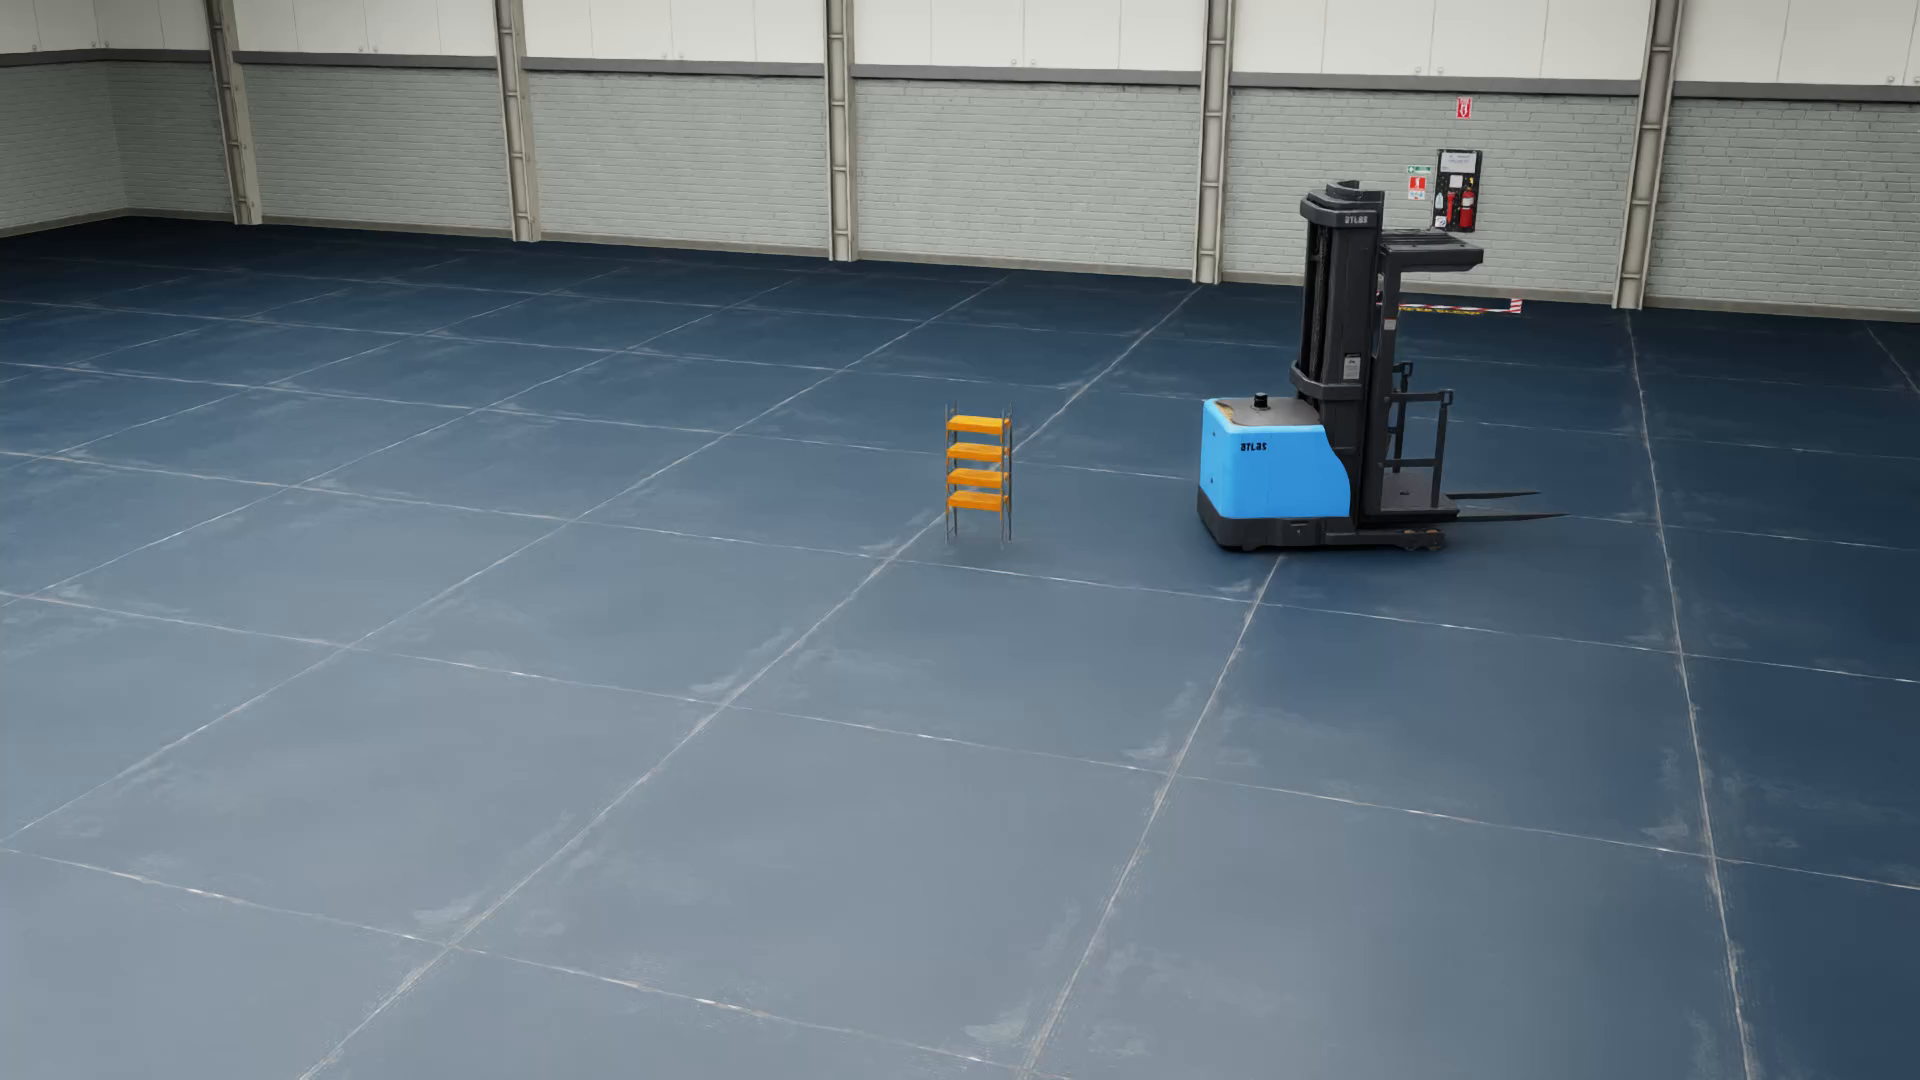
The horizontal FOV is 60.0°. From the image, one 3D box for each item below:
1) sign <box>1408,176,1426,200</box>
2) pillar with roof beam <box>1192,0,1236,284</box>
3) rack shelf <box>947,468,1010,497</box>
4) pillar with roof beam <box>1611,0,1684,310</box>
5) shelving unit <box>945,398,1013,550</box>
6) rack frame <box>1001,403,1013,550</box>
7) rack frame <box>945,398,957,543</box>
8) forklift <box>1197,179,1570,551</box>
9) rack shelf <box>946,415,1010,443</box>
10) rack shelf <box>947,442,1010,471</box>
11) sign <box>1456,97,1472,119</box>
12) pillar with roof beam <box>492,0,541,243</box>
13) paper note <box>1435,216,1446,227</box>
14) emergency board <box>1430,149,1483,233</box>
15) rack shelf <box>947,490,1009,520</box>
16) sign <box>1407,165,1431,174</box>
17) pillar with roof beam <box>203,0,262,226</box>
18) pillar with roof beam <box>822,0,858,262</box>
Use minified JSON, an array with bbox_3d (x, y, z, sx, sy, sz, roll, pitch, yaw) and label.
[{"bbox_3d":[6.624,-5.100,24.095,0.234,0.329,0.001,7,20,18],"label":"sign"},{"bbox_3d":[2.353,-6.855,20.069,0.400,9.000,9.100,7,20,18],"label":"pillar with roof beam"},{"bbox_3d":[0.156,-0.485,13.850,0.480,0.148,0.258,7,20,18],"label":"rack shelf"},{"bbox_3d":[8.021,-6.206,18.210,0.400,9.000,9.100,7,20,18],"label":"pillar with roof beam"},{"bbox_3d":[0.156,-0.549,13.827,0.503,1.200,0.258,7,20,18],"label":"shelving unit"},{"bbox_3d":[0.387,-0.522,13.752,0.015,1.200,0.240,7,20,18],"label":"rack frame"},{"bbox_3d":[-0.074,-0.575,13.903,0.015,1.200,0.240,7,20,18],"label":"rack frame"},{"bbox_3d":[3.621,-1.469,13.837,3.031,2.935,1.130,-1,19,-4],"label":"forklift"},{"bbox_3d":[0.156,-0.920,13.698,0.480,0.148,0.258,7,20,18],"label":"rack shelf"},{"bbox_3d":[0.156,-0.696,13.776,0.480,0.148,0.258,7,20,18],"label":"rack shelf"},{"bbox_3d":[7.137,-6.117,23.547,0.199,0.298,0.001,7,20,18],"label":"sign"},{"bbox_3d":[-8.982,-8.151,23.788,0.400,9.000,9.100,7,20,18],"label":"pillar with roof beam"},{"bbox_3d":[6.968,-4.616,24.099,0.142,0.148,0.016,7,20,18],"label":"paper note"},{"bbox_3d":[7.112,-4.991,23.837,0.643,1.169,0.194,7,20,18],"label":"emergency board"},{"bbox_3d":[0.156,-0.298,13.915,0.480,0.148,0.258,7,20,18],"label":"rack shelf"},{"bbox_3d":[6.625,-5.347,23.998,0.331,0.109,0.001,7,20,18],"label":"sign"},{"bbox_3d":[-14.650,-8.799,25.647,0.400,9.000,9.100,7,20,18],"label":"pillar with roof beam"},{"bbox_3d":[-3.314,-7.503,21.929,0.400,9.000,9.100,7,20,18],"label":"pillar with roof beam"}]
